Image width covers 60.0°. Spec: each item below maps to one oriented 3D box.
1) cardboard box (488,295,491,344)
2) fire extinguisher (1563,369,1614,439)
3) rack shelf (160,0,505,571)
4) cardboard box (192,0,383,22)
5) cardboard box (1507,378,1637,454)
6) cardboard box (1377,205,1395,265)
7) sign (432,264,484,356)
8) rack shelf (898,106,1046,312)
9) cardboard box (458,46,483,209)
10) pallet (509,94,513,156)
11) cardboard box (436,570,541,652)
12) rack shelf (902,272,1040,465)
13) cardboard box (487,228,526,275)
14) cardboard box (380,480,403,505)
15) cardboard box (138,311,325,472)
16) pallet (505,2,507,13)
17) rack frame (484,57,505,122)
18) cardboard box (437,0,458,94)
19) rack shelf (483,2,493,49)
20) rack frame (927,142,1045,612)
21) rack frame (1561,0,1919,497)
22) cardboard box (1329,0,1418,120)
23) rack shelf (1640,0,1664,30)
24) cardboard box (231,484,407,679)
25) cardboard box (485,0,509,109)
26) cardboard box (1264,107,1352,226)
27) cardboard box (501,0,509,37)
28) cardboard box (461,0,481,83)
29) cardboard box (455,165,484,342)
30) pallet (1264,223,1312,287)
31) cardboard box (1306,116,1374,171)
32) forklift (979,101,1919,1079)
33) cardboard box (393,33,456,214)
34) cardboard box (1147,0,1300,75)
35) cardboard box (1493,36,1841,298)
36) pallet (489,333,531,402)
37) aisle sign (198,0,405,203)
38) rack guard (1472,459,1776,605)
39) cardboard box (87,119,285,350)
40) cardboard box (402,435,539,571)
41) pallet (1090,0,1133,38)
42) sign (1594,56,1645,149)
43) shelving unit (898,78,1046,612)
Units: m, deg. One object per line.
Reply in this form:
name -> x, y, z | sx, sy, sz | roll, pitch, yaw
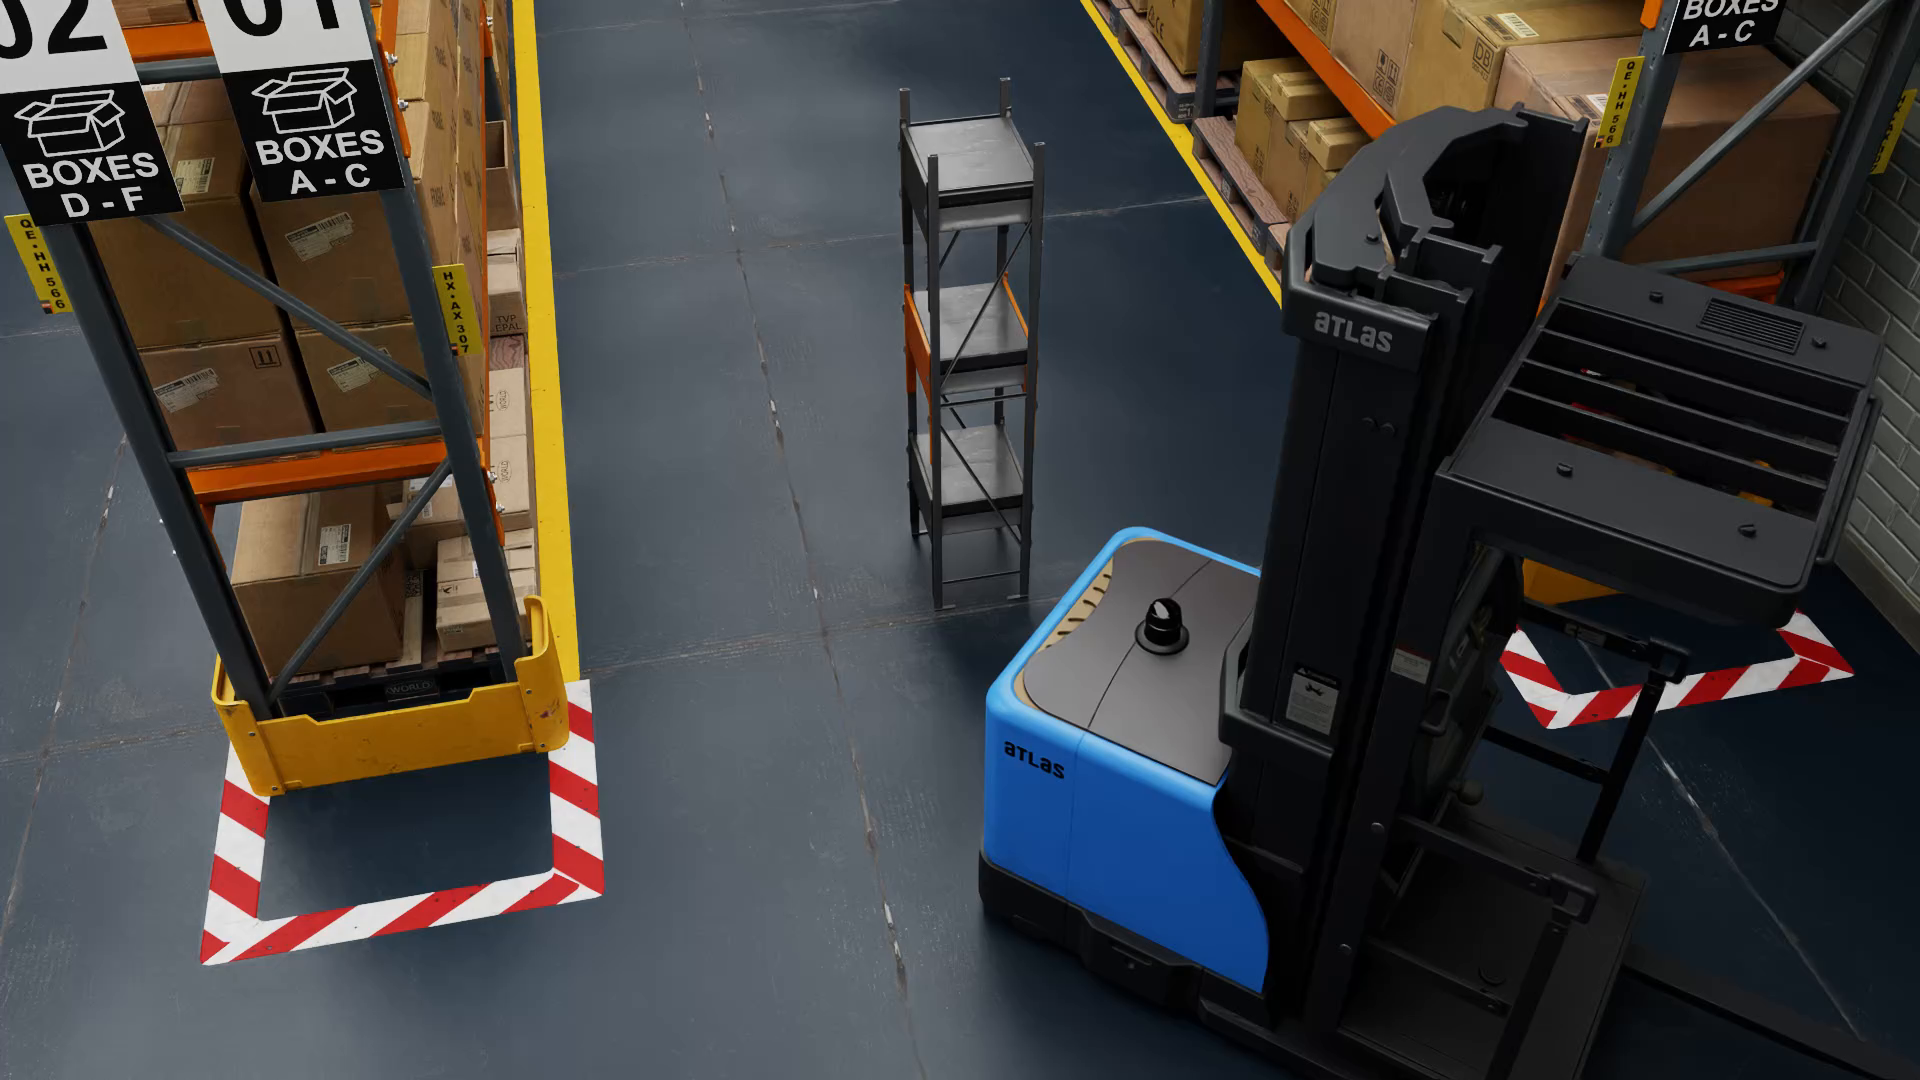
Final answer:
cardboard box -> -2.535, -0.912, 7.567 | 0.797, 0.503, 0.637 | -8, 42, -9
fire extinguisher -> 2.336, -0.685, 6.102 | 0.296, 0.674, 0.183 | -8, 42, -9
rack shelf -> -2.514, -1.333, 7.034 | 1.077, 0.370, 4.000 | -8, 42, -9
cardboard box -> -1.945, -1.740, 4.805 | 0.500, 0.250, 0.500 | -8, 42, -9
cardboard box -> 2.505, -0.679, 7.322 | 0.700, 0.500, 0.500 | -8, 42, -9
cardboard box -> 2.288, -1.329, 8.055 | 0.700, 0.500, 0.500 | -10, 42, -11
sign -> -1.552, -0.707, 5.135 | 0.100, 0.325, 0.005 | -8, 42, -9
rack shelf -> 0.036, -1.191, 5.976 | 0.431, 0.518, 0.480 | -8, 42, -9
cardboard box -> -2.249, -1.652, 6.776 | 0.500, 0.500, 0.500 | -8, 42, -9
pallet -> -3.158, -2.377, 9.769 | 1.003, 0.211, 1.213 | -8, 42, -9
cardboard box -> -1.837, 0.276, 6.496 | 0.380, 0.149, 0.250 | -8, 42, -9
rack shelf -> 0.036, -0.668, 6.441 | 0.431, 0.518, 0.480 | -8, 42, -9
cardboard box -> -2.406, -1.433, 8.421 | 0.380, 0.149, 0.250 | -8, 42, -9
cardboard box -> -2.616, -0.379, 7.157 | 0.500, 0.250, 0.500 | -8, 42, -9
cardboard box -> -2.445, -0.594, 5.584 | 0.500, 0.500, 0.500 | -7, 42, -8
pallet -> -3.685, -3.959, 11.551 | 1.003, 0.211, 1.213 | -8, 42, -9
rack frame -> -2.945, -2.898, 8.255 | 1.000, 3.000, 0.127 | -8, 42, -9
cardboard box -> -2.254, -2.034, 6.453 | 0.500, 0.500, 0.500 | -9, 42, -10
rack shelf -> -3.377, -3.926, 9.955 | 1.077, 0.370, 4.000 | -8, 42, -9
rack frame -> 0.088, -0.520, 6.254 | 0.400, 2.100, 0.015 | -8, 42, -9
rack frame -> 2.754, -1.018, 6.137 | 1.000, 3.000, 0.127 | -8, 42, -9
cardboard box -> 2.311, -2.424, 7.496 | 0.980, 0.700, 0.700 | -10, 43, -11
rack shelf -> 2.322, -3.167, 6.840 | 1.077, 0.370, 4.000 | -8, 42, -9
cardboard box -> -2.440, 0.148, 6.376 | 0.500, 0.500, 0.500 | -8, 42, -9
cardboard box -> -2.938, -2.821, 9.719 | 0.500, 0.500, 0.500 | -8, 42, -9
cardboard box -> 2.057, -2.007, 8.818 | 0.700, 0.500, 0.500 | -9, 42, -10
cardboard box -> -3.147, -3.473, 10.455 | 0.500, 0.500, 0.500 | -10, 43, -11
cardboard box -> -2.474, -2.314, 7.522 | 0.500, 0.500, 0.500 | -7, 42, -8
cardboard box -> -2.037, -1.002, 6.044 | 0.500, 0.500, 0.500 | -9, 42, -10
pallet -> 2.245, -1.271, 8.523 | 1.003, 0.211, 1.213 | -8, 42, -9
cardboard box -> 1.961, -1.989, 8.310 | 0.380, 0.149, 0.250 | -9, 42, -11
forklift -> 1.592, 0.419, 4.570 | 3.031, 2.935, 1.130 | 22, 46, 23
cardboard box -> -2.041, -1.380, 5.716 | 0.500, 0.500, 0.500 | -8, 42, -9
cardboard box -> 1.623, -3.366, 10.086 | 0.750, 0.750, 0.750 | -8, 42, -9
cardboard box -> 2.634, -1.459, 6.408 | 0.980, 0.700, 0.700 | -7, 42, -7
pallet -> -2.531, -0.618, 7.787 | 1.003, 0.211, 1.213 | -8, 42, -9
aisle sign -> -1.781, -1.275, 4.469 | 0.394, 0.787, 0.004 | -8, 42, -9
rack guard -> 2.759, -0.067, 6.949 | 1.175, 0.500, 0.348 | -8, 42, -9
cardboard box -> -2.447, -0.966, 5.250 | 0.500, 0.500, 0.500 | -9, 42, -10
cardboard box -> -2.030, -0.159, 6.909 | 0.500, 0.250, 0.500 | -8, 42, -9
pallet -> 1.384, -3.849, 11.427 | 1.003, 0.211, 1.213 | -8, 42, -9
sign -> 2.221, -1.470, 5.596 | 0.100, 0.325, 0.005 | -8, 42, -9
shelving unit -> 0.036, -0.678, 6.432 | 0.431, 2.100, 0.503 | -8, 42, -9
